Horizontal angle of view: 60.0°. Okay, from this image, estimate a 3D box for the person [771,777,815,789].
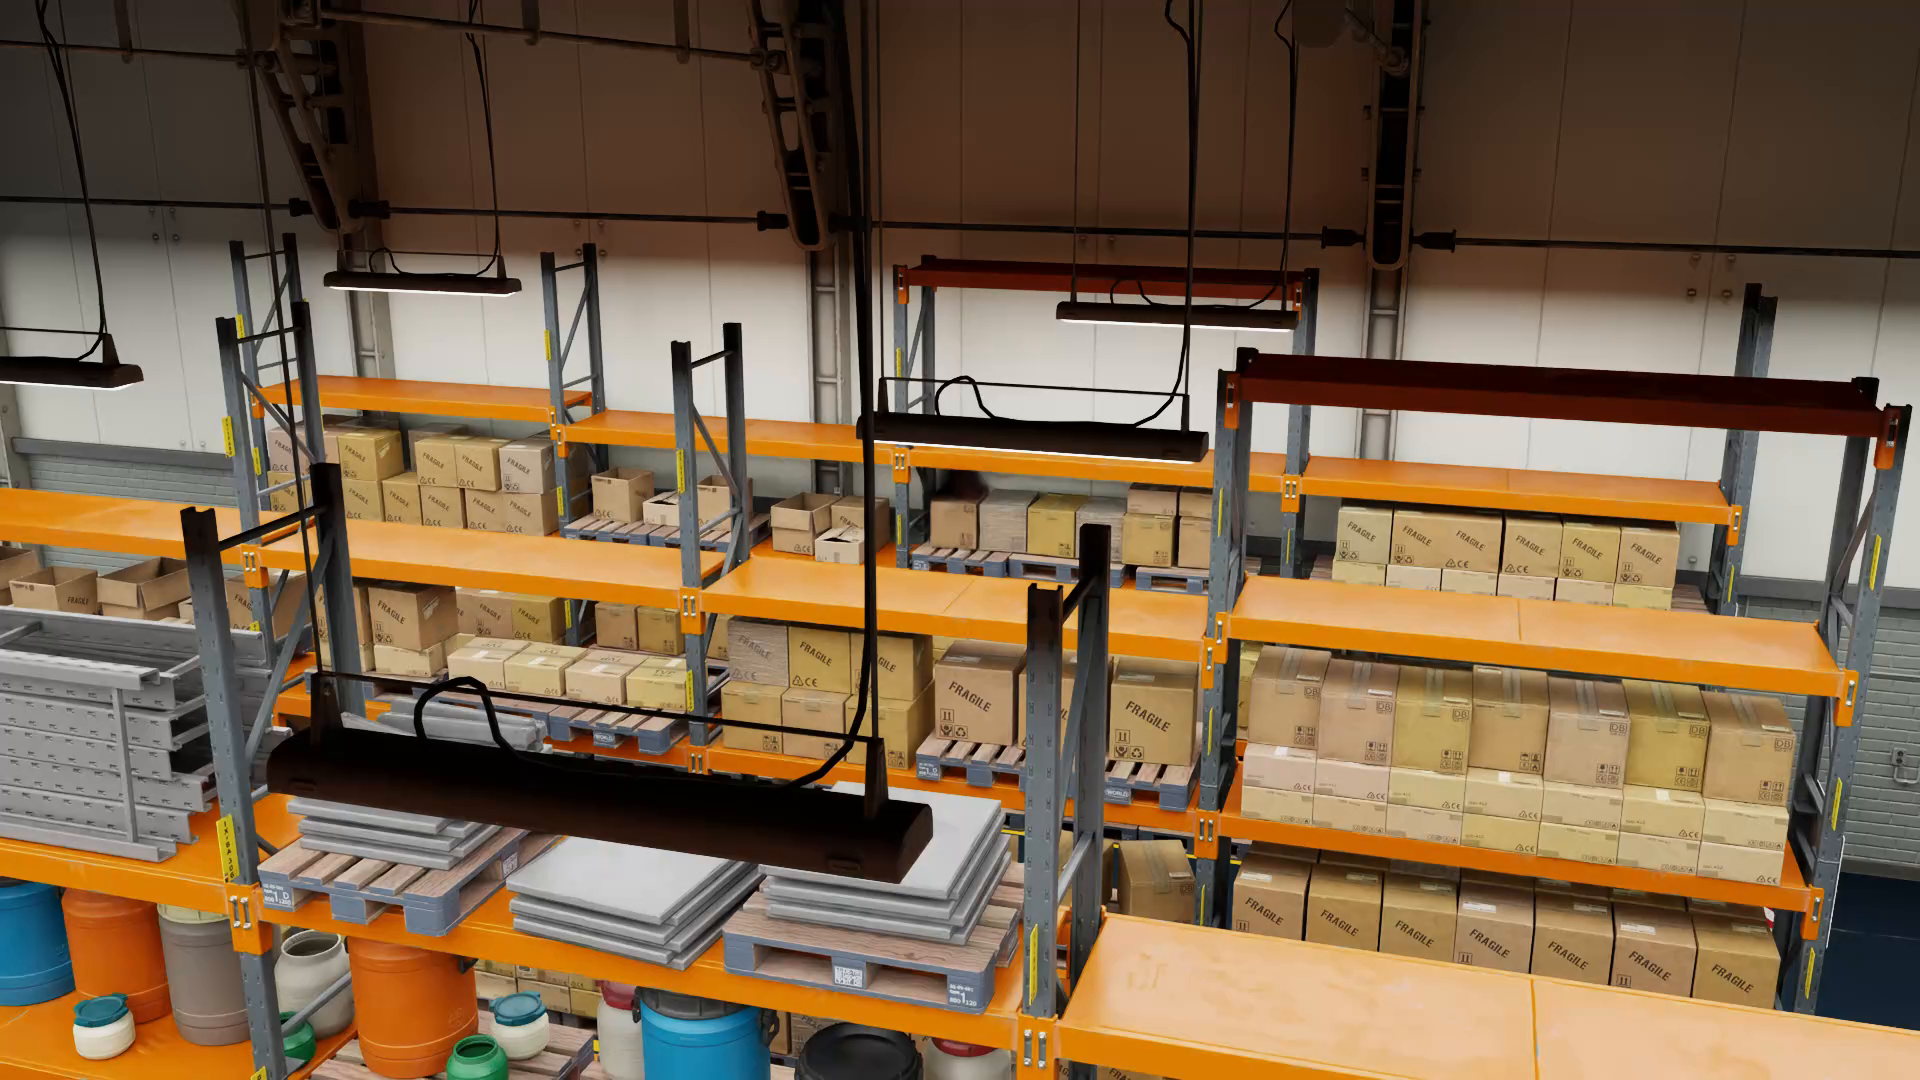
[{"bbox_3d":[-1.665,2.226,16.892,0.692,1.765,0.557,-14,21,-40],"label":"person"}]
